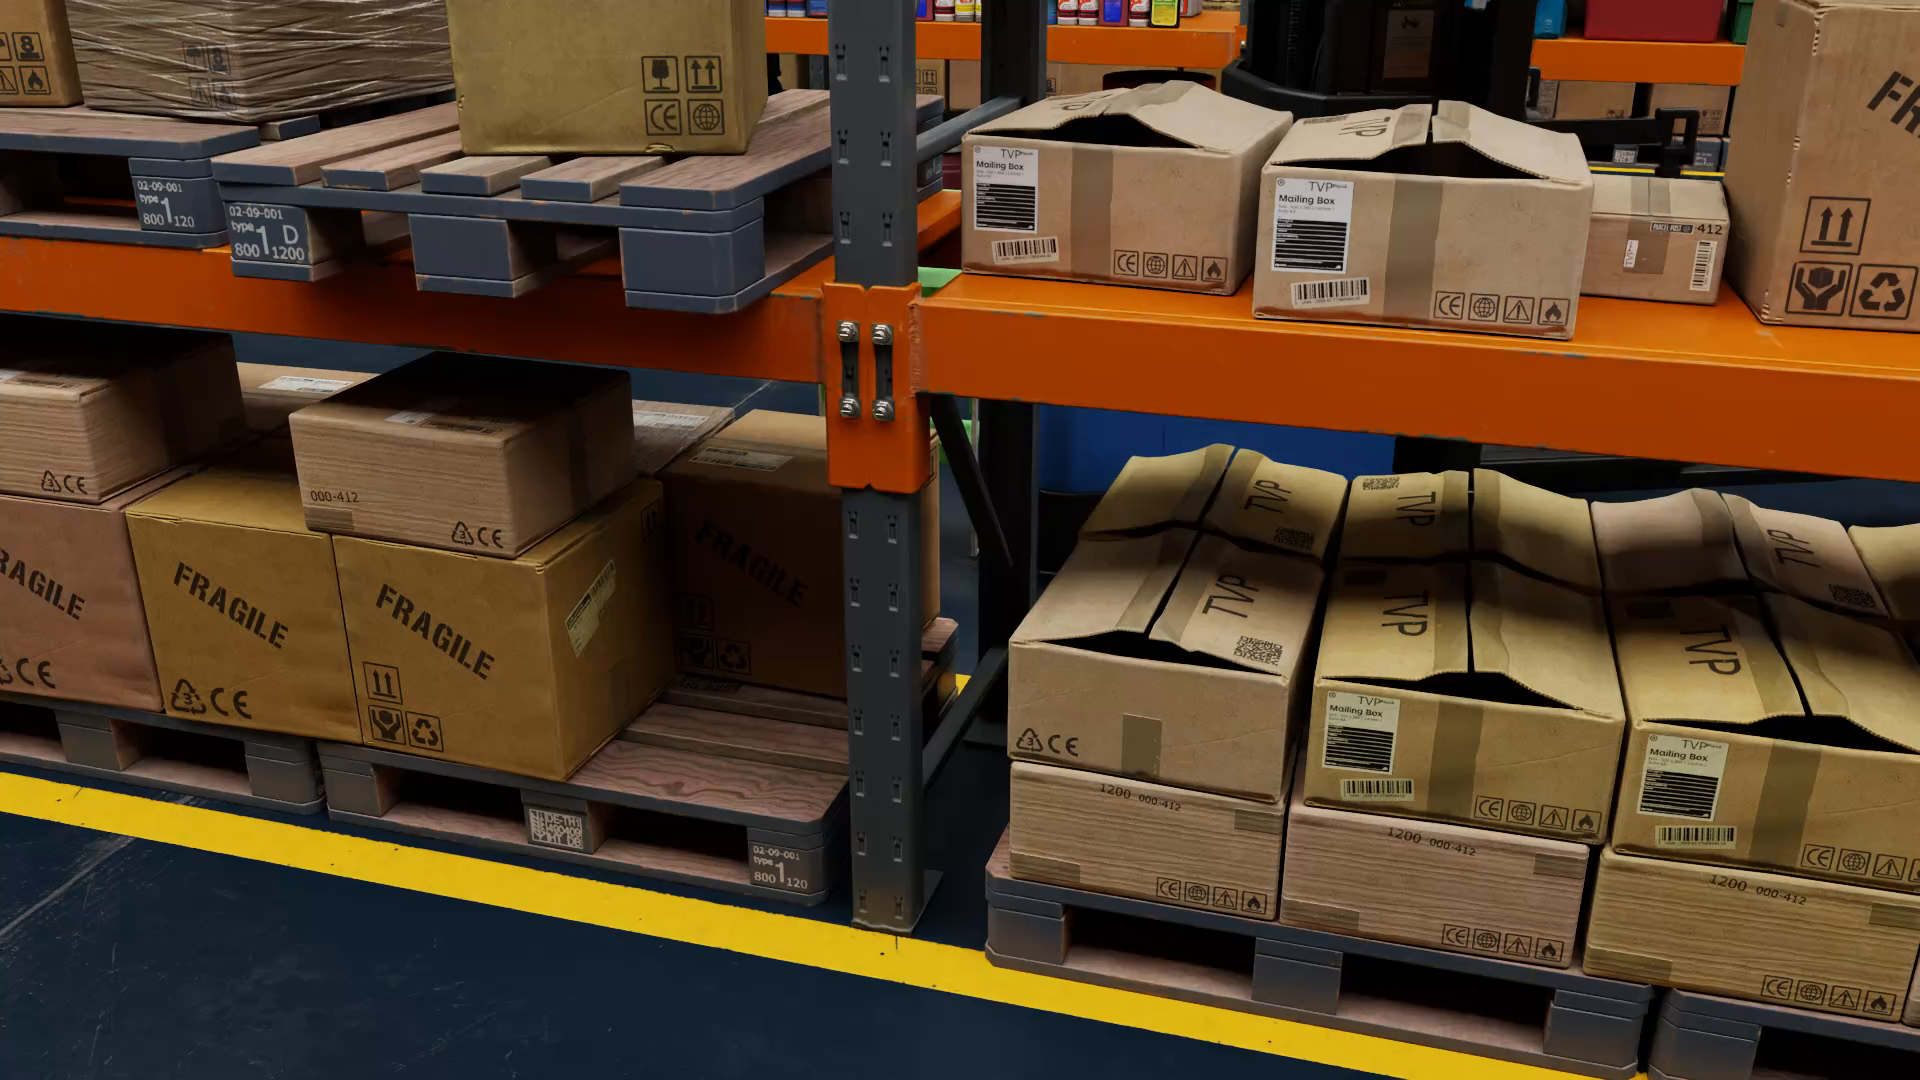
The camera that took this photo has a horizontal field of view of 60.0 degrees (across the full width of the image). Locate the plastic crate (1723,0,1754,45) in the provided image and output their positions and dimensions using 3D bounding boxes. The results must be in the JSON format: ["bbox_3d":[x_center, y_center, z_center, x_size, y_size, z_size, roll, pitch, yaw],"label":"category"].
[{"bbox_3d":[3.501,-2.130,6.790,0.662,0.188,0.450,7,23,16],"label":"plastic crate"}]

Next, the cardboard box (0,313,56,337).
[{"bbox_3d":[-2.493,-0.361,3.922,0.500,0.250,0.500,7,23,16],"label":"cardboard box"}]

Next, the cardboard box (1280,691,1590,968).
[{"bbox_3d":[0.884,0.518,3.126,0.500,0.250,0.500,6,23,14],"label":"cardboard box"}]

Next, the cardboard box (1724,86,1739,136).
[{"bbox_3d":[5.648,-3.121,11.640,0.500,0.500,0.700,6,23,15],"label":"cardboard box"}]

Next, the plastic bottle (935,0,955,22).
[{"bbox_3d":[-0.069,-2.495,7.662,0.097,0.201,0.097,0,22,0],"label":"plastic bottle"}]

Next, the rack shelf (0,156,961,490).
[{"bbox_3d":[-1.929,-0.666,3.888,4.000,0.370,1.077,7,23,16],"label":"rack shelf"}]

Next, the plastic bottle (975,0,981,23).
[{"bbox_3d":[0.118,-2.474,7.610,0.097,0.201,0.097,0,22,0],"label":"plastic bottle"}]

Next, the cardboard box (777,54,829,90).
[{"bbox_3d":[-1.587,-4.129,13.630,0.875,0.875,0.875,7,23,16],"label":"cardboard box"}]

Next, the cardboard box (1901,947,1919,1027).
[{"bbox_3d":[1.874,0.629,2.855,0.500,0.250,0.500,7,23,17],"label":"cardboard box"}]

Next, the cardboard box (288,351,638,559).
[{"bbox_3d":[-1.032,-0.195,3.519,0.500,0.250,0.500,7,23,18],"label":"cardboard box"}]

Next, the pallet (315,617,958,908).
[{"bbox_3d":[-0.718,0.415,3.979,1.213,0.211,1.003,7,23,16],"label":"pallet"}]

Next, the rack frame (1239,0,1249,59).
[{"bbox_3d":[1.420,-2.579,7.604,0.127,3.000,1.000,7,23,16],"label":"rack frame"}]

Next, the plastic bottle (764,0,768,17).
[{"bbox_3d":[-0.968,-2.644,7.926,0.135,0.276,0.152,7,23,16],"label":"plastic bottle"}]

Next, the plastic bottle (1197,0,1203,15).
[{"bbox_3d":[1.099,-2.686,8.029,0.135,0.276,0.152,7,23,16],"label":"plastic bottle"}]

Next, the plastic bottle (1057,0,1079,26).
[{"bbox_3d":[0.490,-2.431,7.506,0.097,0.201,0.097,0,22,0],"label":"plastic bottle"}]

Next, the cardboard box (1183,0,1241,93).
[{"bbox_3d":[2.196,-3.673,12.517,0.875,0.875,1.225,5,23,13],"label":"cardboard box"}]

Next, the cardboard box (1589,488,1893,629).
[{"bbox_3d":[1.540,0.118,3.361,0.500,0.311,0.500,6,23,15],"label":"cardboard box"}]

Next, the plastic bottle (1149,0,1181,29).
[{"bbox_3d":[0.910,-2.414,7.356,0.133,0.283,0.061,7,23,16],"label":"plastic bottle"}]

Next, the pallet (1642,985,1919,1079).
[{"bbox_3d":[1.927,0.750,3.164,1.213,0.211,1.003,7,23,16],"label":"pallet"}]

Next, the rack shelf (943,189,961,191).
[{"bbox_3d":[-0.158,-0.958,4.929,0.480,0.148,0.258,7,23,15],"label":"rack shelf"}]

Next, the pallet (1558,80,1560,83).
[{"bbox_3d":[6.278,-4.631,16.281,1.213,0.211,1.003,7,23,16],"label":"pallet"}]

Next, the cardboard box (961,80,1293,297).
[{"bbox_3d":[0.322,-0.682,3.098,0.500,0.311,0.500,8,24,19],"label":"cardboard box"}]

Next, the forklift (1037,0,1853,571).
[{"bbox_3d":[1.656,-1.459,4.966,3.031,2.935,1.130,-3,22,-6],"label":"forklift"}]

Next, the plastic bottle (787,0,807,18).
[{"bbox_3d":[-0.771,-2.608,7.845,0.097,0.271,0.097,0,22,0],"label":"plastic bottle"}]

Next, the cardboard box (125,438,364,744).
[{"bbox_3d":[-1.473,0.100,3.789,0.500,0.500,0.500,6,23,14],"label":"cardboard box"}]

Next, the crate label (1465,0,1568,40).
[{"bbox_3d":[2.293,-2.388,7.092,0.616,0.435,0.502,7,23,16],"label":"crate label"}]

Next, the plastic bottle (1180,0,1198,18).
[{"bbox_3d":[1.055,-2.631,7.894,0.135,0.276,0.152,7,23,16],"label":"plastic bottle"}]

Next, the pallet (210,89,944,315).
[{"bbox_3d":[-0.683,-0.739,3.373,1.003,0.211,1.213,7,23,16],"label":"pallet"}]

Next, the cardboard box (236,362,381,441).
[{"bbox_3d":[-1.850,-0.148,4.391,0.500,0.500,0.500,6,23,14],"label":"cardboard box"}]

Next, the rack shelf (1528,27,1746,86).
[{"bbox_3d":[3.335,-2.026,7.206,4.000,0.370,1.077,7,23,16],"label":"rack shelf"}]

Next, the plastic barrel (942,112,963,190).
[{"bbox_3d":[-0.134,-1.828,8.399,0.708,0.588,0.600,7,23,16],"label":"plastic barrel"}]

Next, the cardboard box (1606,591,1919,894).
[{"bbox_3d":[1.395,0.315,2.882,0.500,0.311,0.500,6,23,14],"label":"cardboard box"}]

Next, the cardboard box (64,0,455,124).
[{"bbox_3d":[-1.470,-1.218,3.601,0.500,0.500,0.700,11,25,25],"label":"cardboard box"}]

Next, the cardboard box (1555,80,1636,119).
[{"bbox_3d":[4.578,-3.243,11.938,0.500,0.500,0.700,9,24,20],"label":"cardboard box"}]

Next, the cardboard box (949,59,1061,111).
[{"bbox_3d":[0.496,-3.867,12.992,0.875,0.875,1.225,6,23,14],"label":"cardboard box"}]

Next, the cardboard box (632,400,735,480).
[{"bbox_3d":[-0.870,-0.035,4.118,0.500,0.500,0.500,6,23,14],"label":"cardboard box"}]

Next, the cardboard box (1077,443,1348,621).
[{"bbox_3d":[0.559,0.007,3.631,0.500,0.311,0.500,7,23,17],"label":"cardboard box"}]

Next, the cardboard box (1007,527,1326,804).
[{"bbox_3d":[0.402,0.203,3.153,0.500,0.311,0.500,7,23,17],"label":"cardboard box"}]

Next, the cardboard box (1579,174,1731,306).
[{"bbox_3d":[1.223,-0.544,2.974,0.250,0.149,0.380,8,24,19],"label":"cardboard box"}]

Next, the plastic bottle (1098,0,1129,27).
[{"bbox_3d":[0.689,-2.439,7.418,0.133,0.283,0.061,7,23,16],"label":"plastic bottle"}]

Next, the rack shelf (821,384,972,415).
[{"bbox_3d":[-0.158,-0.514,5.111,0.480,0.148,0.258,7,23,15],"label":"rack shelf"}]

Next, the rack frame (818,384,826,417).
[{"bbox_3d":[-0.392,-0.600,5.152,0.015,1.200,0.240,7,23,15],"label":"rack frame"}]

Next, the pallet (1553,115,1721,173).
[{"bbox_3d":[4.763,-2.867,11.982,1.213,0.211,1.003,7,23,16],"label":"pallet"}]

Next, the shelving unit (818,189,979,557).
[{"bbox_3d":[-0.158,-0.573,5.087,0.503,1.200,0.258,7,23,15],"label":"shelving unit"}]

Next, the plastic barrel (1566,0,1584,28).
[{"bbox_3d":[2.870,-2.549,7.384,0.421,0.512,0.421,0,22,0],"label":"plastic barrel"}]
